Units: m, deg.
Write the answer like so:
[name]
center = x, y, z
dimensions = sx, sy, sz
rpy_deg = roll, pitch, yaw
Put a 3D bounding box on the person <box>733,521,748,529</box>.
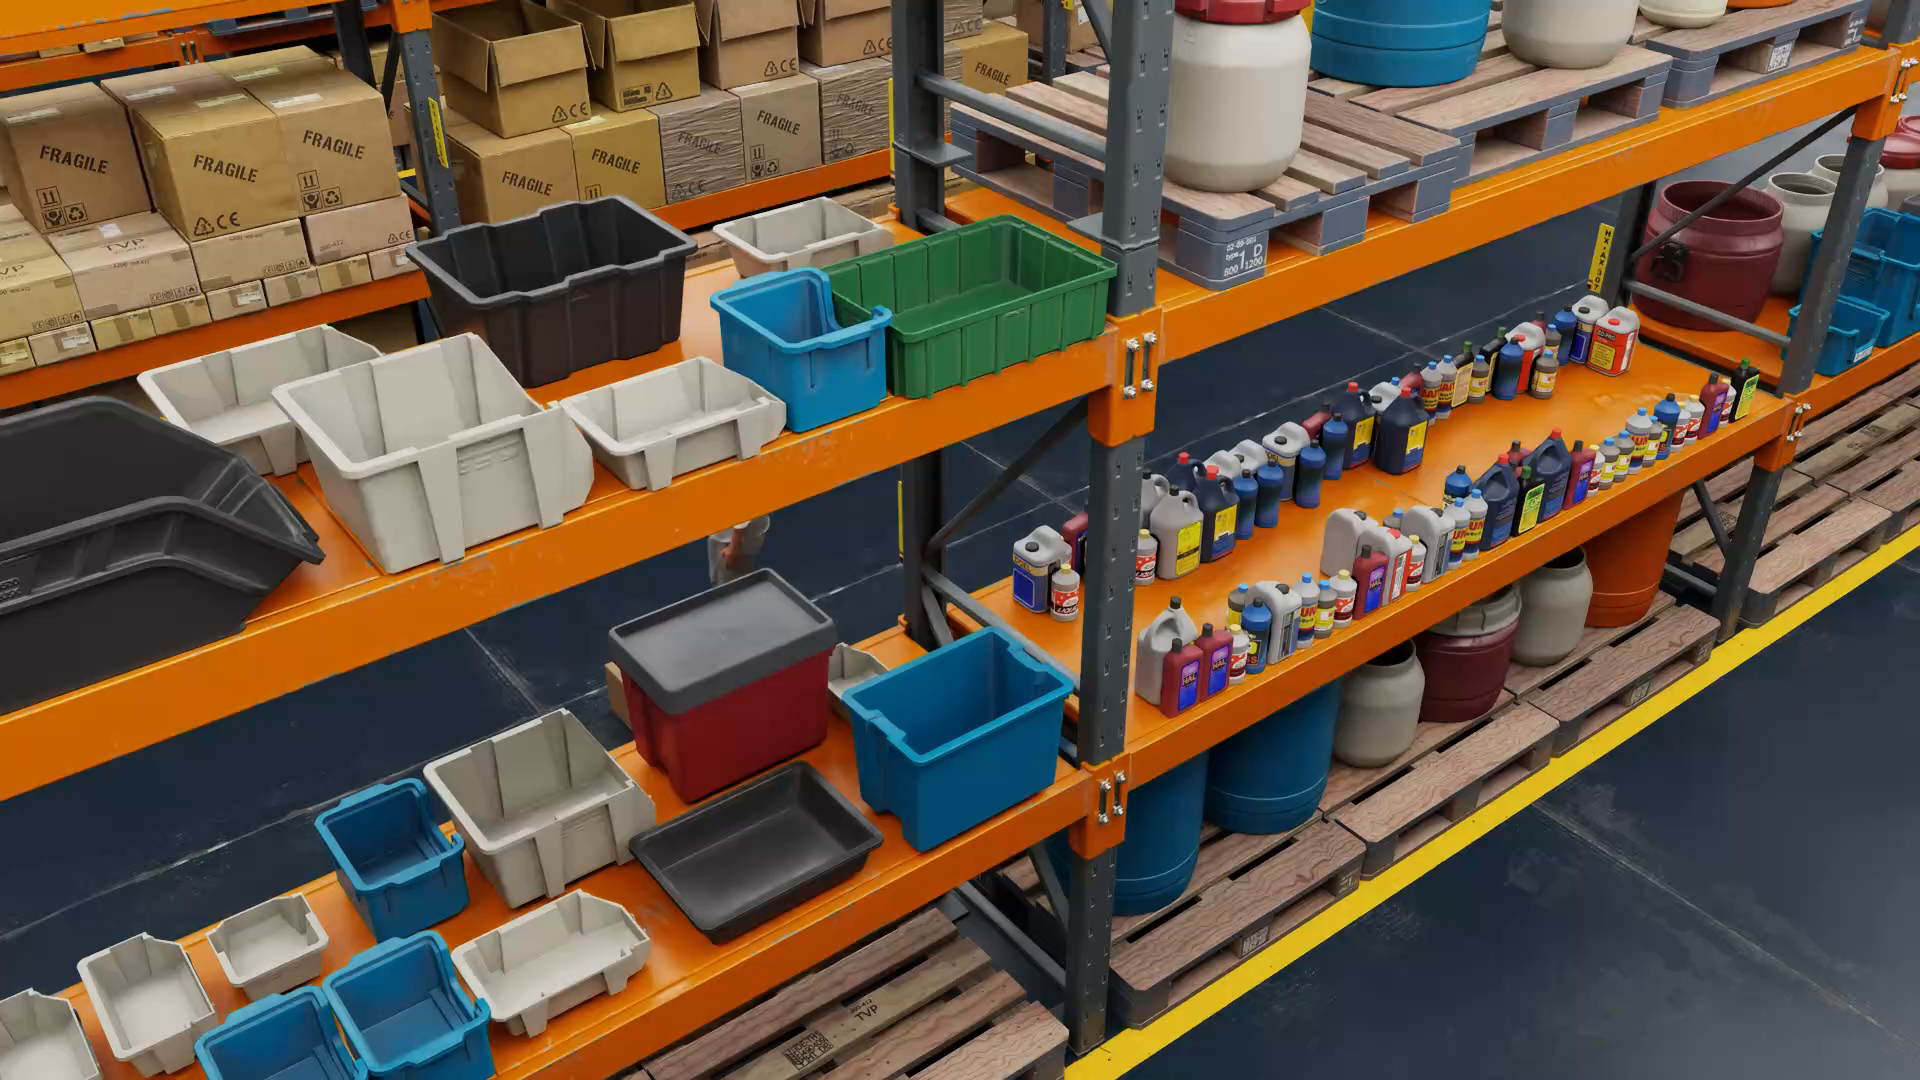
[person]
center = -0.975, -0.295, 7.085
dimensions = 0.266, 0.547, 0.427
rpy_deg = -8, 33, -12
